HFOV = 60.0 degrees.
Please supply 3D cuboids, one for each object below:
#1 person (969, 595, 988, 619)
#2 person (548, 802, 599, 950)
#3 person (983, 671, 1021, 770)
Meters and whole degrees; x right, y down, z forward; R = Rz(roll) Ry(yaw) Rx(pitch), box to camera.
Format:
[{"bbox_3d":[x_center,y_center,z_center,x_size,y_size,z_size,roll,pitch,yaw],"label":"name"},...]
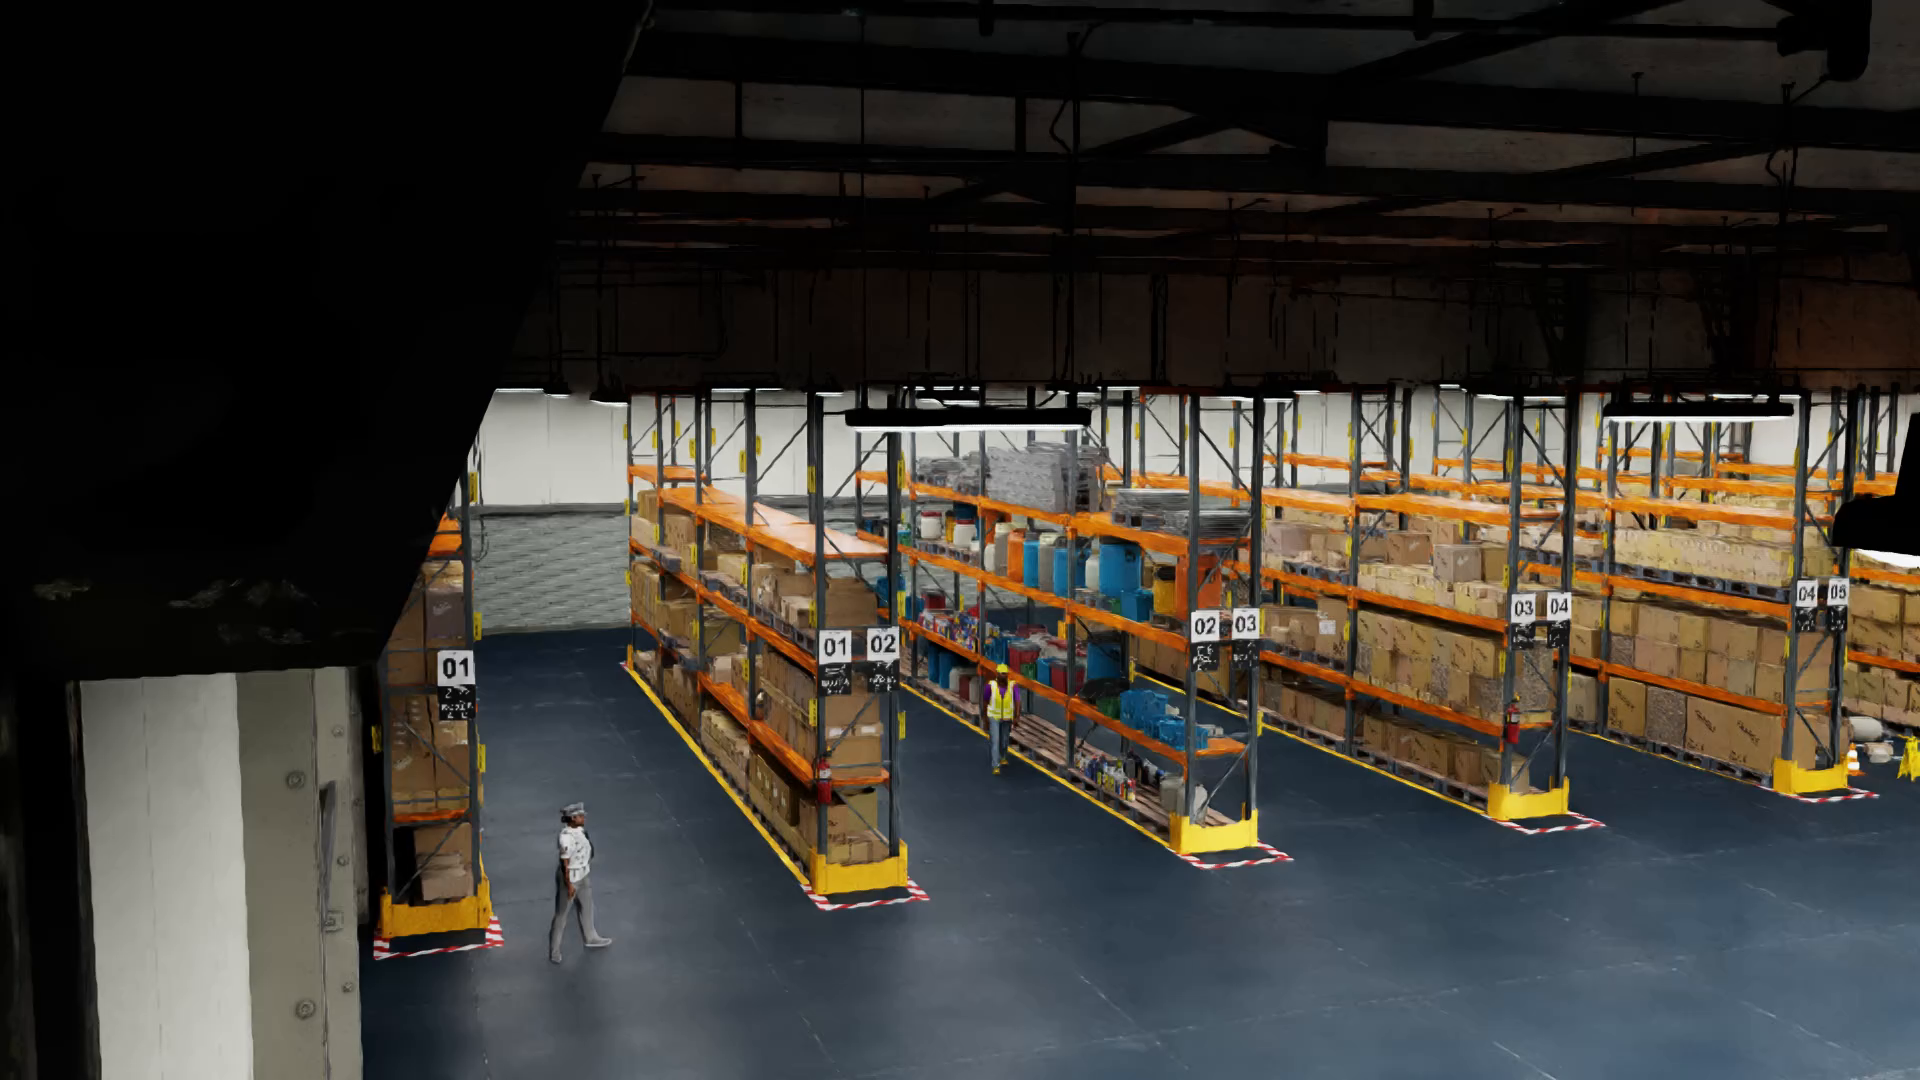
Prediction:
[{"bbox_3d":[0.364,1.951,34.317,0.667,1.677,0.725,-6,8,-44],"label":"person"},{"bbox_3d":[-4.188,3.606,17.925,0.444,1.606,0.524,1,6,14],"label":"person"},{"bbox_3d":[0.652,2.759,26.218,0.571,1.614,0.863,-1,6,-9],"label":"person"}]
